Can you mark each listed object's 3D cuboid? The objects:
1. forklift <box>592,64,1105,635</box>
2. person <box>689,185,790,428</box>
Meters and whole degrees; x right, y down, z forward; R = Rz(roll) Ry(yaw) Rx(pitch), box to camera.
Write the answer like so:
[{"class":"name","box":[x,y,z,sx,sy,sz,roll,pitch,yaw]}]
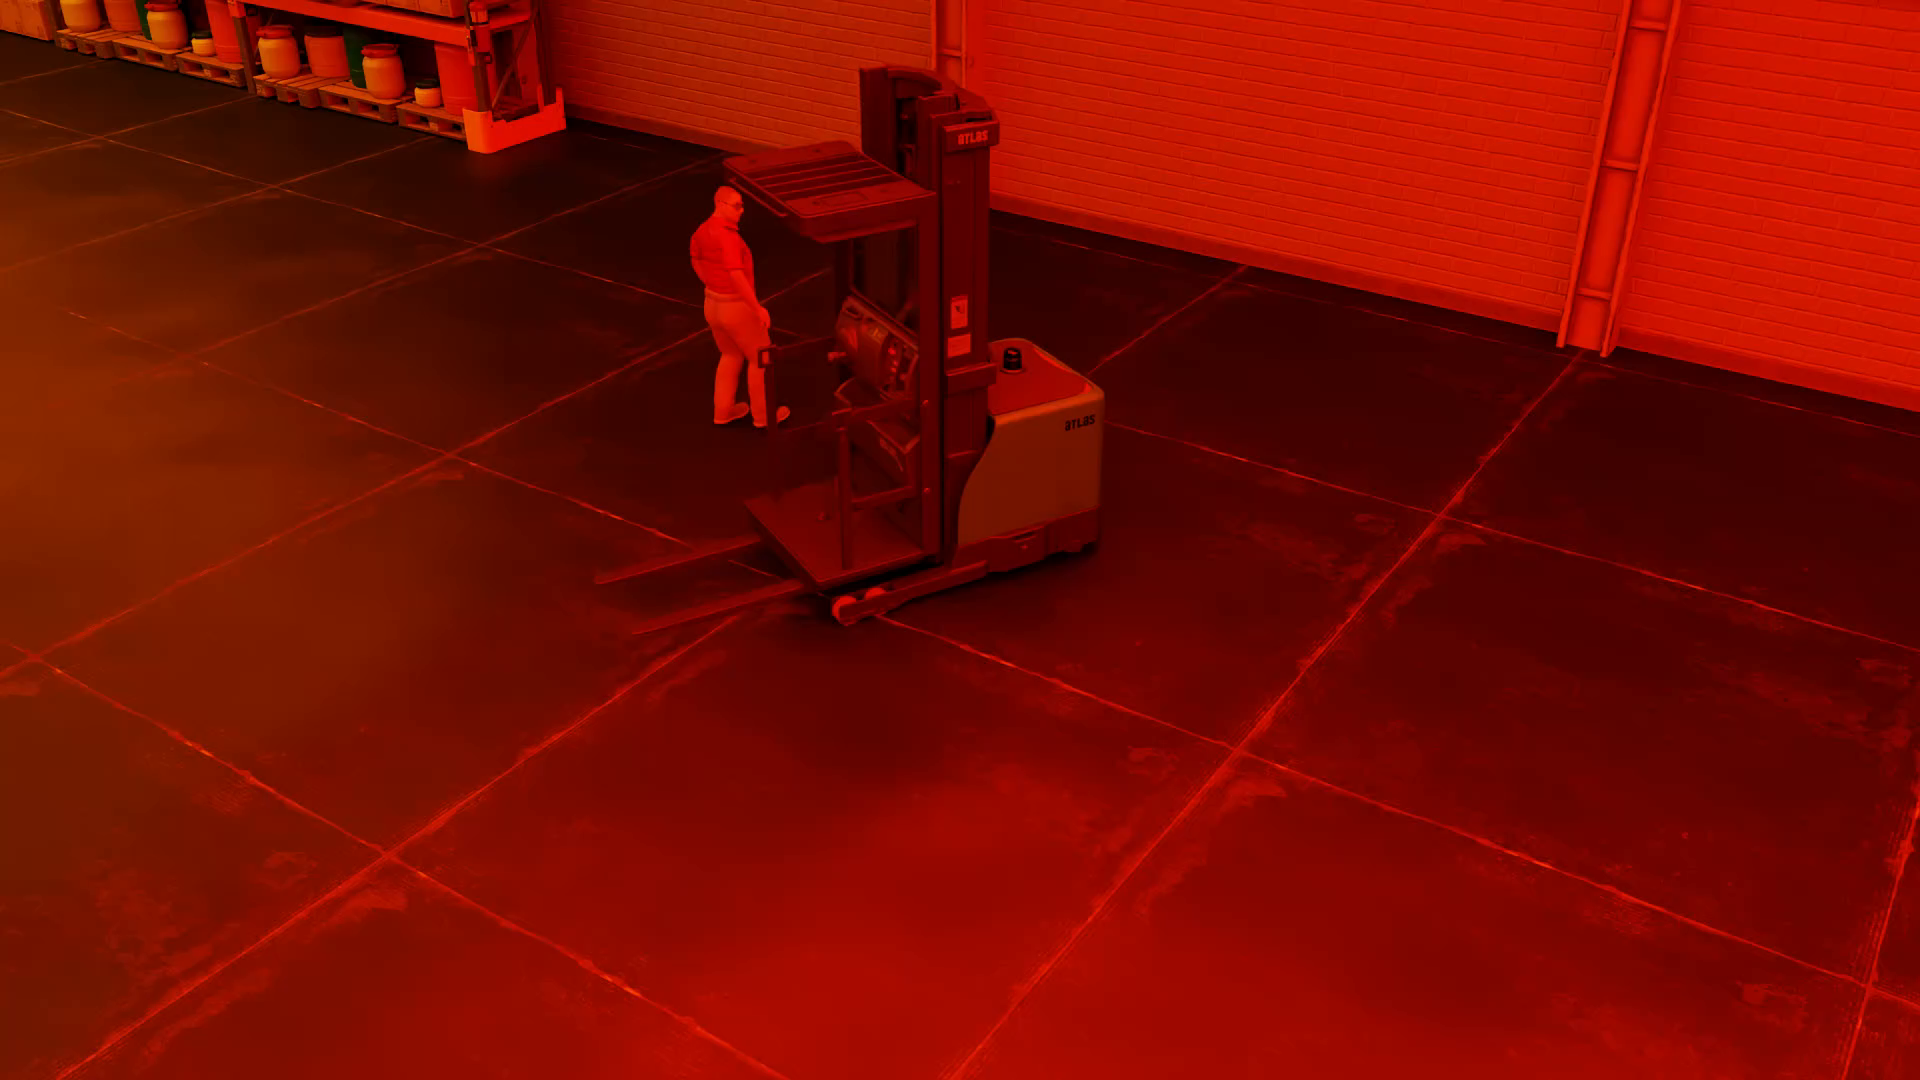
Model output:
[{"class":"forklift","box":[-0.656,-1.075,9.432,3.031,2.935,1.130,-16,34,-25]},{"class":"person","box":[-1.533,-1.630,11.602,0.504,1.713,0.747,-25,38,-36]}]
